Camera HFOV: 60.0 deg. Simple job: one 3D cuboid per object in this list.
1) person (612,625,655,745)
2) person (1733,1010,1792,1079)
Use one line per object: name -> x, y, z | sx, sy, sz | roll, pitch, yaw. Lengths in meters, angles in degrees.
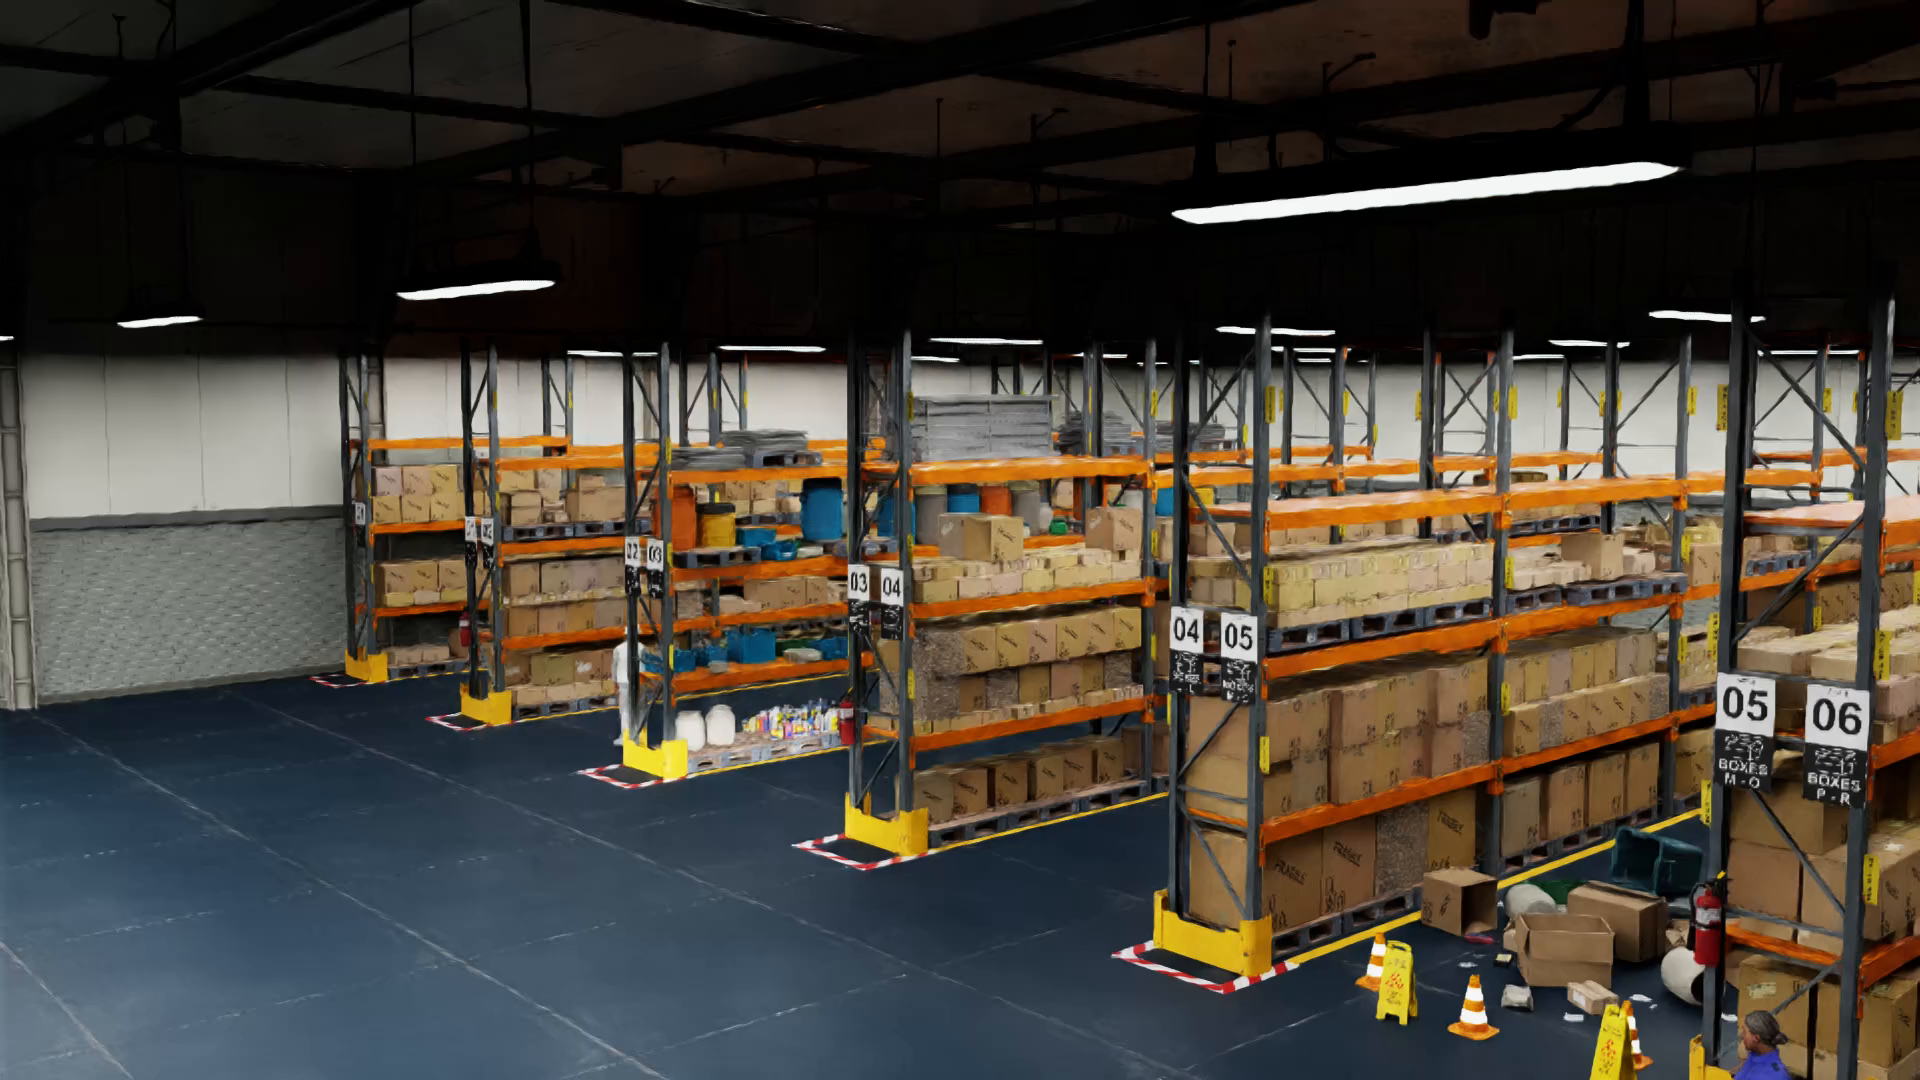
person -> -4.787, 2.084, 24.381 | 0.626, 1.768, 0.576 | -1, 5, -13
person -> 4.589, 3.494, 9.389 | 0.427, 1.650, 0.603 | 1, 5, 13
